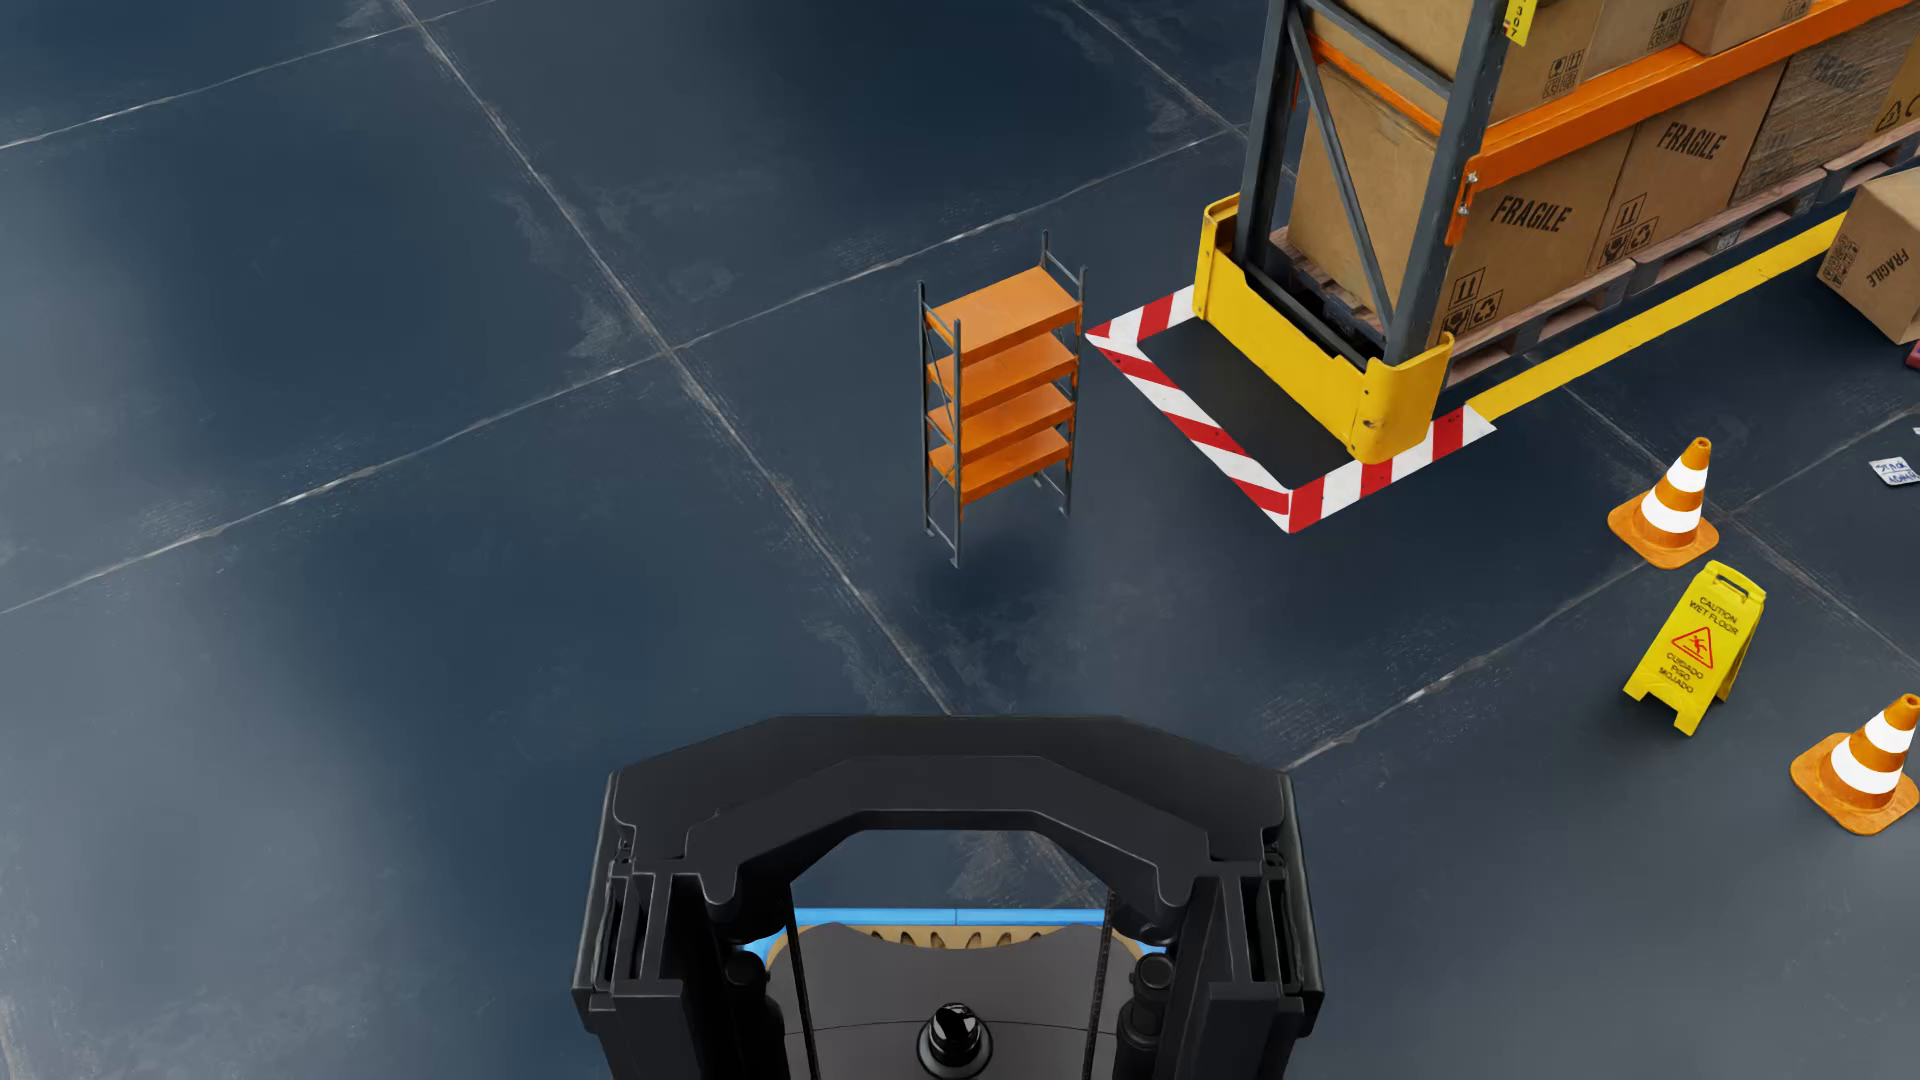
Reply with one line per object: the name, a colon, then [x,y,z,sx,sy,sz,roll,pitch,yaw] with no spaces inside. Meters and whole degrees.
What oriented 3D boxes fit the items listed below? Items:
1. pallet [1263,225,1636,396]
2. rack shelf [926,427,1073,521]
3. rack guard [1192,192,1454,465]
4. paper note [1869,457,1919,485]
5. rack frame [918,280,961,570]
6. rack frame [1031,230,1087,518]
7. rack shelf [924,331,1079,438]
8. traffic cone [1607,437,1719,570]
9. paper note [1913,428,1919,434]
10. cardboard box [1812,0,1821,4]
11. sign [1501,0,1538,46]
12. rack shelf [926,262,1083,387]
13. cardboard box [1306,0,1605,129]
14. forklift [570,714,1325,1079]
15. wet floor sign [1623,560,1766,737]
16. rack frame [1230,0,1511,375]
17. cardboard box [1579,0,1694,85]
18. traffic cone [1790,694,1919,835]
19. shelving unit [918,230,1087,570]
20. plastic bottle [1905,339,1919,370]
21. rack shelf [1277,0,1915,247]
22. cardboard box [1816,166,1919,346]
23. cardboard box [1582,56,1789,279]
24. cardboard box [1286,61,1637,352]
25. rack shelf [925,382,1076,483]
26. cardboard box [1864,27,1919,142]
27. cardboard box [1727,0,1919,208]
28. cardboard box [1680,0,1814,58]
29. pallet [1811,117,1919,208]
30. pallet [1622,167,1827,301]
pallet: [2.082,-1.161,7.143,1.213,0.211,1.003,-25,53,-21]
rack shelf: [0.140,-0.288,6.059,0.480,0.148,0.258,-25,53,-21]
rack guard: [1.427,-0.880,6.699,0.348,0.500,1.175,-25,53,-21]
paper note: [3.644,-0.269,6.470,0.142,0.017,0.144,-9,49,-8]
rack frame: [-0.066,-0.368,5.774,0.015,1.200,0.240,-25,53,-21]
rack frame: [0.346,-0.562,5.947,0.015,1.200,0.240,-25,53,-21]
rack shelf: [0.140,-0.569,5.744,0.480,0.148,0.258,-25,53,-21]
traffic cone: [2.654,-0.192,6.111,0.334,0.463,0.336,-25,53,-21]
paper note: [3.869,-0.437,6.632,0.123,0.001,0.032,-2,48,-1]
cardboard box: [3.157,-2.561,6.422,0.500,0.550,0.875,-25,53,-21]
sign: [1.738,-1.682,5.107,0.005,0.325,0.100,-25,53,-21]
rack shelf: [0.140,-0.726,5.567,0.480,0.148,0.258,-25,53,-21]
cardboard box: [1.737,-1.947,5.875,0.550,0.550,0.875,-25,53,-21]
forklift: [-0.018,1.736,2.741,1.130,2.935,3.031,0,48,0]
wet floor sign: [2.479,0.324,5.529,0.232,0.644,0.267,-34,57,-27]
rack frame: [1.447,-1.721,5.774,0.127,3.000,1.000,-25,53,-21]
cardboard box: [2.190,-2.180,6.082,0.550,0.550,0.875,-25,53,-21]
traffic cone: [2.969,0.657,5.355,0.334,0.463,0.336,-25,53,-21]
shelving unit: [0.140,-0.465,5.861,0.503,1.200,0.258,-25,53,-21]
plastic bottle: [4.067,-0.721,6.851,0.283,0.061,0.133,30,55,24]
rack shelf: [3.139,-2.278,6.752,4.000,0.370,1.077,-25,53,-21]
cardboard box: [4.065,-1.217,6.998,0.500,0.500,0.500,-17,51,-15]
cardboard box: [2.728,-1.818,7.002,0.875,0.875,0.875,-26,53,-21]
cardboard box: [1.985,-1.466,6.688,0.875,0.875,0.875,-25,53,-21]
rack shelf: [0.140,-0.420,5.911,0.480,0.148,0.258,-25,53,-21]
cardboard box: [4.261,-2.541,7.646,0.875,0.875,0.875,-24,53,-20]
cardboard box: [3.500,-2.180,7.324,0.875,0.875,0.875,-25,53,-21]
cardboard box: [2.731,-2.324,6.211,0.550,0.550,0.875,-25,53,-21]
pallet: [4.145,-2.134,8.009,1.213,0.211,1.003,-25,53,-21]
pallet: [3.112,-1.645,7.573,1.213,0.211,1.003,-25,53,-21]
